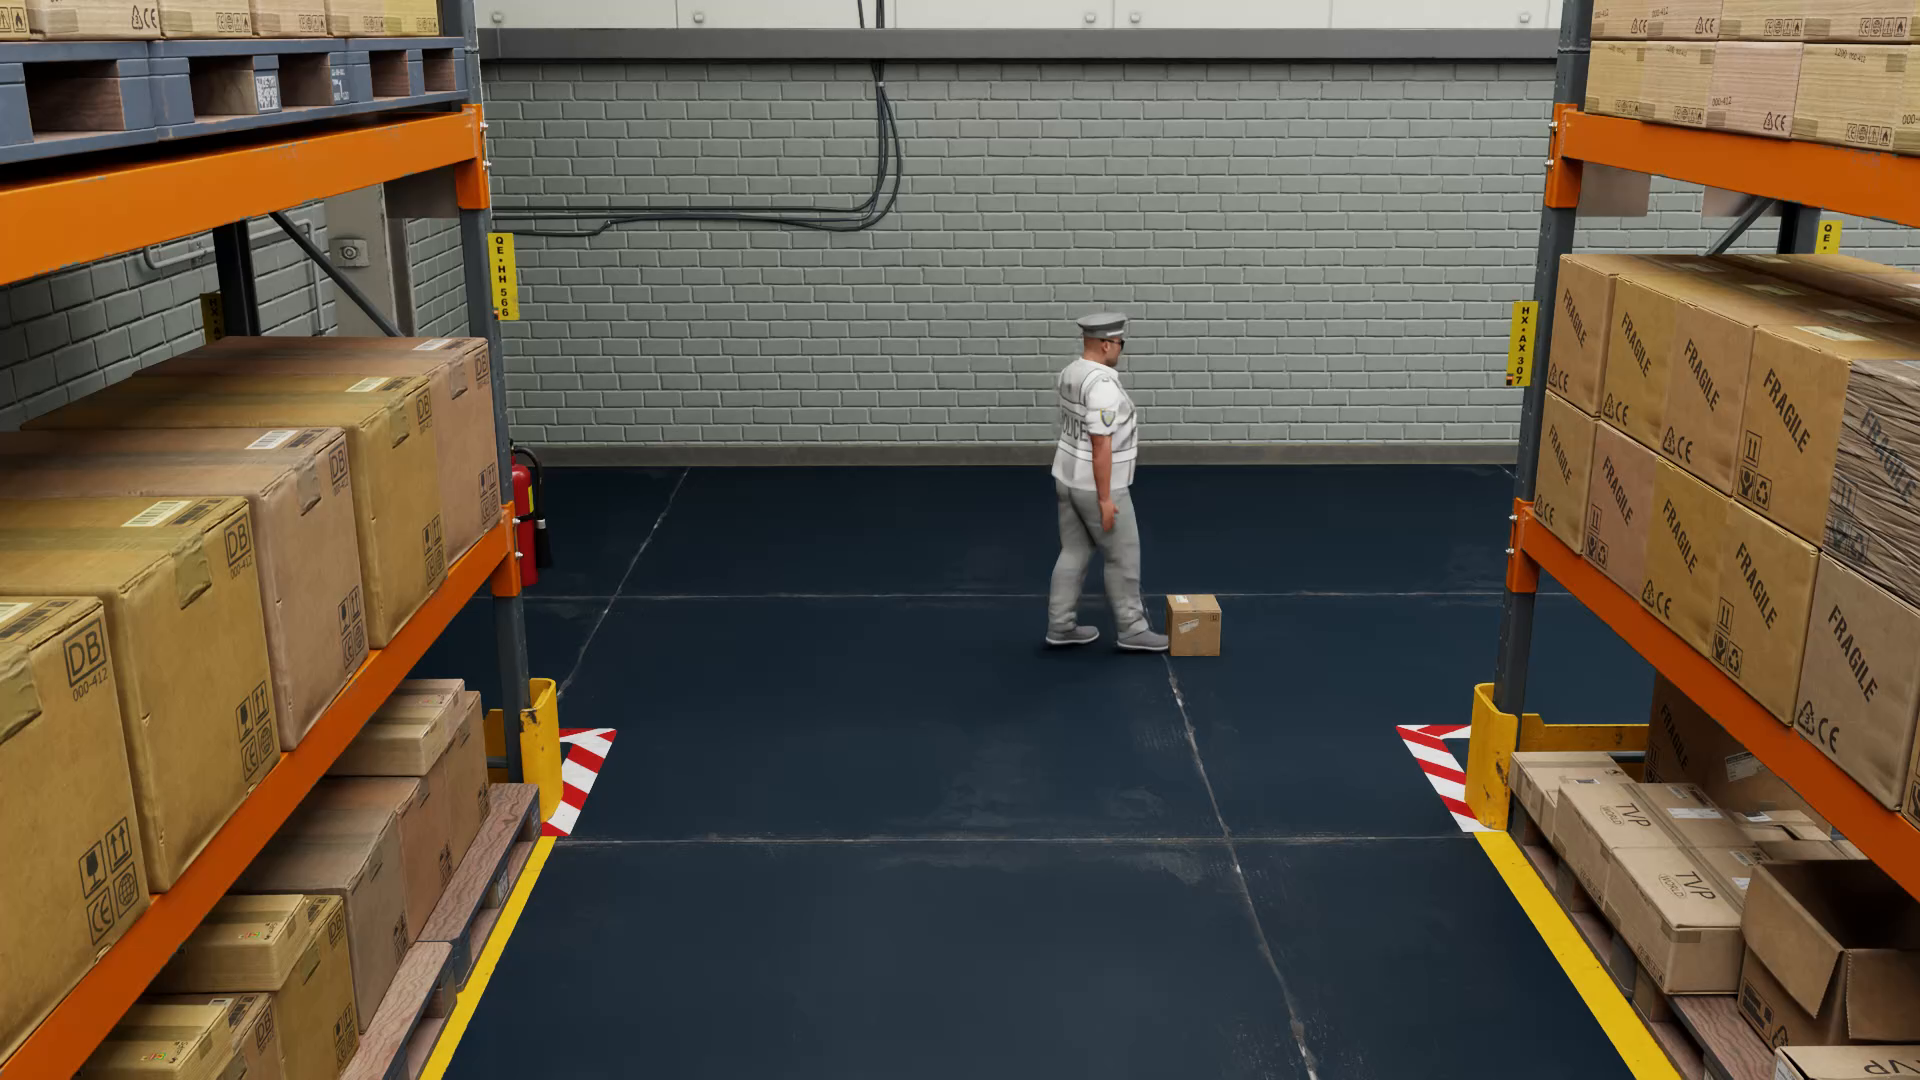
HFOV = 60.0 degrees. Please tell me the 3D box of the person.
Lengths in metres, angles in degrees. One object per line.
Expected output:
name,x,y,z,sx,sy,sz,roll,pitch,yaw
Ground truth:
person,0.770,-0.292,8.462,0.648,1.746,0.574,-7,18,-21
